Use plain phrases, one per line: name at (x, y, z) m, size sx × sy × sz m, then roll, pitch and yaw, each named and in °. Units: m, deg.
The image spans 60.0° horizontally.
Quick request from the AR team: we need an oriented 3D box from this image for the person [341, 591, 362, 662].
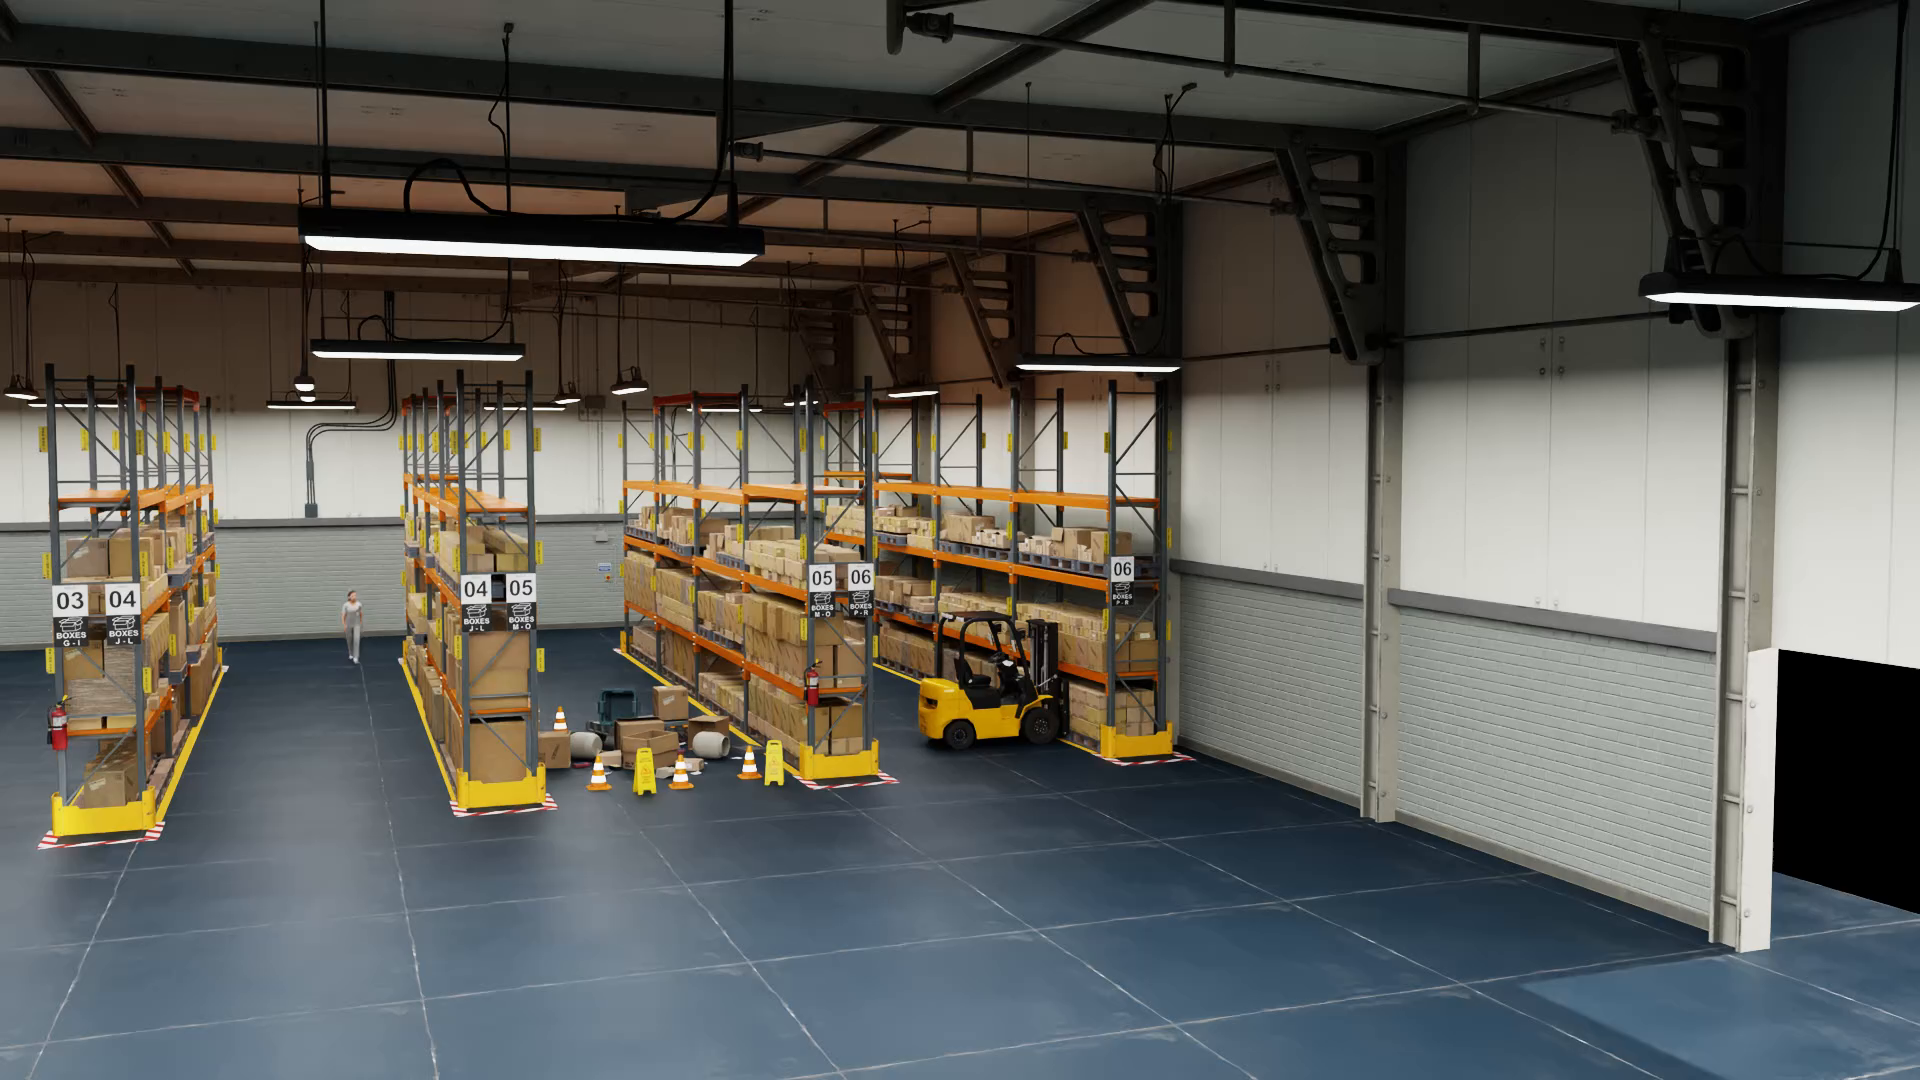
person at (-13.860, 1.959, 37.907) m, size 0.439 × 1.603 × 1.060 m, roll -1°, pitch 4°, yaw -18°
